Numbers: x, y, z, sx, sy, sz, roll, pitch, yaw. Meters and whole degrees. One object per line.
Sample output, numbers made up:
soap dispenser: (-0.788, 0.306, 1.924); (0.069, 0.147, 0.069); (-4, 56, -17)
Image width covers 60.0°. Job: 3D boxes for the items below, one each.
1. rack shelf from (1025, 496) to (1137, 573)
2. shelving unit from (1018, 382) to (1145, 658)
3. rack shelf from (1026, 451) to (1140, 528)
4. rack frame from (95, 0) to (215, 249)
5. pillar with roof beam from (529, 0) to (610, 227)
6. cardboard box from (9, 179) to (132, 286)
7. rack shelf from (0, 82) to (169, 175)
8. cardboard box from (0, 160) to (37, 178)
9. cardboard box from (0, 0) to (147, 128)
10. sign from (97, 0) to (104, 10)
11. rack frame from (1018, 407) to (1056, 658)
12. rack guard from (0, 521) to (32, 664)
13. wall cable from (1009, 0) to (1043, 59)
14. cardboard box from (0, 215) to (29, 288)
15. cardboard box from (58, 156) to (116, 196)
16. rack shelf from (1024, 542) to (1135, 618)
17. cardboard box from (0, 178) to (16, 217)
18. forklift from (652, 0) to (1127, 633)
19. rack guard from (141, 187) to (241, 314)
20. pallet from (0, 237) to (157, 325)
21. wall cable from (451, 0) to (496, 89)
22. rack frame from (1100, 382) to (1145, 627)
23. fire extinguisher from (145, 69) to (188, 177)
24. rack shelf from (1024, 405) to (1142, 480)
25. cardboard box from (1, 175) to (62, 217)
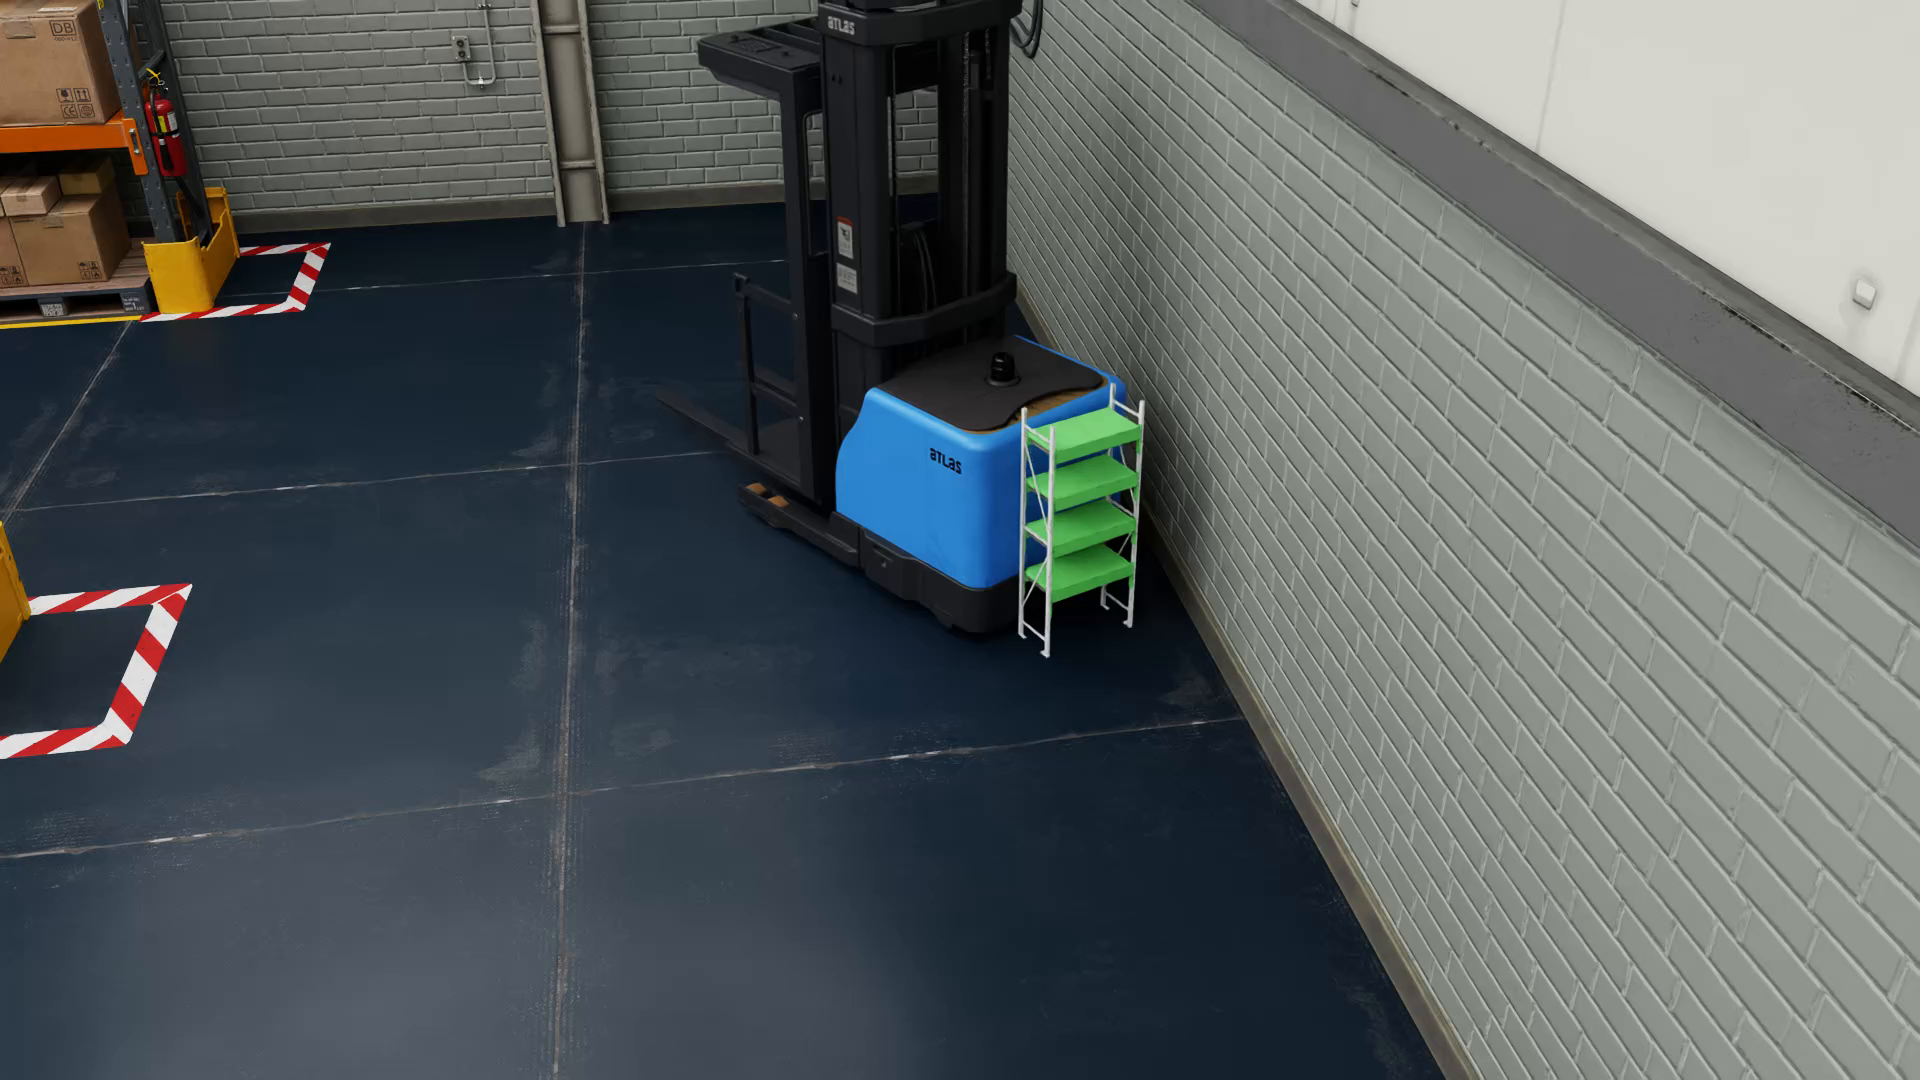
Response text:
rack shelf: (0.554, -0.028, 7.738); (0.480, 0.148, 0.258); (-18, 34, -27)
shelving unit: (0.554, -0.084, 7.706); (0.503, 1.200, 0.258); (-18, 34, -27)
rack shelf: (0.553, -0.236, 7.618); (0.480, 0.148, 0.258); (-18, 34, -27)
rack frame: (-5.444, -3.136, 11.123); (0.127, 3.000, 1.000); (-5, 31, -9)
pillar with roof beam: (-2.168, -4.253, 7.105); (0.400, 9.000, 9.100); (-5, 31, -9)
cardboard box: (-6.114, -2.125, 11.457); (0.500, 0.500, 0.700); (-5, 31, -9)
rack shelf: (-7.411, -2.643, 10.995); (4.000, 0.370, 1.077); (-5, 31, -9)
cardboard box: (-6.526, -2.469, 11.402); (0.250, 0.149, 0.380); (-5, 31, -9)
cardboard box: (-5.944, -3.213, 10.960); (0.700, 0.700, 0.980); (-4, 31, -7)
sign: (-5.360, -3.465, 10.308); (0.005, 0.325, 0.100); (-5, 31, -9)
rack frame: (0.348, -0.018, 7.594); (0.015, 1.200, 0.240); (-18, 34, -27)
rack guard: (-4.623, 0.418, 7.545); (0.348, 0.500, 1.175); (-5, 31, -9)
wall cable: (0.184, -4.721, 10.965); (0.112, 2.526, 3.097); (-5, 31, -9)
cardboard box: (-6.606, -2.080, 11.379); (0.500, 0.500, 0.700); (-5, 31, -9)
cardboard box: (-6.027, -2.516, 11.482); (0.250, 0.149, 0.380); (-5, 31, -9)
rack shelf: (0.555, 0.179, 7.858); (0.480, 0.148, 0.258); (-18, 34, -27)
cardboard box: (-6.459, -2.279, 11.078); (0.250, 0.149, 0.380); (-5, 31, -8)
forklift: (-0.550, -1.485, 8.384); (1.130, 2.935, 3.031); (-25, 38, -35)
rack guard: (-5.420, -2.060, 11.761); (0.348, 0.500, 1.175); (-5, 31, -9)
pallet: (-6.216, -1.822, 11.640); (1.213, 0.211, 1.003); (-5, 31, -9)
wall cable: (-4.355, -4.162, 11.867); (1.851, 1.984, 0.084); (-5, 31, -9)
rack frame: (0.760, -0.150, 7.819); (0.015, 1.200, 0.240); (-18, 34, -27)
fire extinguisher: (-5.212, -2.725, 10.870); (0.183, 0.674, 0.296); (-5, 31, -9)
rack shelf: (0.552, -0.444, 7.498); (0.480, 0.148, 0.258); (-18, 34, -27)
cardboard box: (-6.208, -2.302, 11.118); (0.250, 0.149, 0.380); (-6, 31, -10)
